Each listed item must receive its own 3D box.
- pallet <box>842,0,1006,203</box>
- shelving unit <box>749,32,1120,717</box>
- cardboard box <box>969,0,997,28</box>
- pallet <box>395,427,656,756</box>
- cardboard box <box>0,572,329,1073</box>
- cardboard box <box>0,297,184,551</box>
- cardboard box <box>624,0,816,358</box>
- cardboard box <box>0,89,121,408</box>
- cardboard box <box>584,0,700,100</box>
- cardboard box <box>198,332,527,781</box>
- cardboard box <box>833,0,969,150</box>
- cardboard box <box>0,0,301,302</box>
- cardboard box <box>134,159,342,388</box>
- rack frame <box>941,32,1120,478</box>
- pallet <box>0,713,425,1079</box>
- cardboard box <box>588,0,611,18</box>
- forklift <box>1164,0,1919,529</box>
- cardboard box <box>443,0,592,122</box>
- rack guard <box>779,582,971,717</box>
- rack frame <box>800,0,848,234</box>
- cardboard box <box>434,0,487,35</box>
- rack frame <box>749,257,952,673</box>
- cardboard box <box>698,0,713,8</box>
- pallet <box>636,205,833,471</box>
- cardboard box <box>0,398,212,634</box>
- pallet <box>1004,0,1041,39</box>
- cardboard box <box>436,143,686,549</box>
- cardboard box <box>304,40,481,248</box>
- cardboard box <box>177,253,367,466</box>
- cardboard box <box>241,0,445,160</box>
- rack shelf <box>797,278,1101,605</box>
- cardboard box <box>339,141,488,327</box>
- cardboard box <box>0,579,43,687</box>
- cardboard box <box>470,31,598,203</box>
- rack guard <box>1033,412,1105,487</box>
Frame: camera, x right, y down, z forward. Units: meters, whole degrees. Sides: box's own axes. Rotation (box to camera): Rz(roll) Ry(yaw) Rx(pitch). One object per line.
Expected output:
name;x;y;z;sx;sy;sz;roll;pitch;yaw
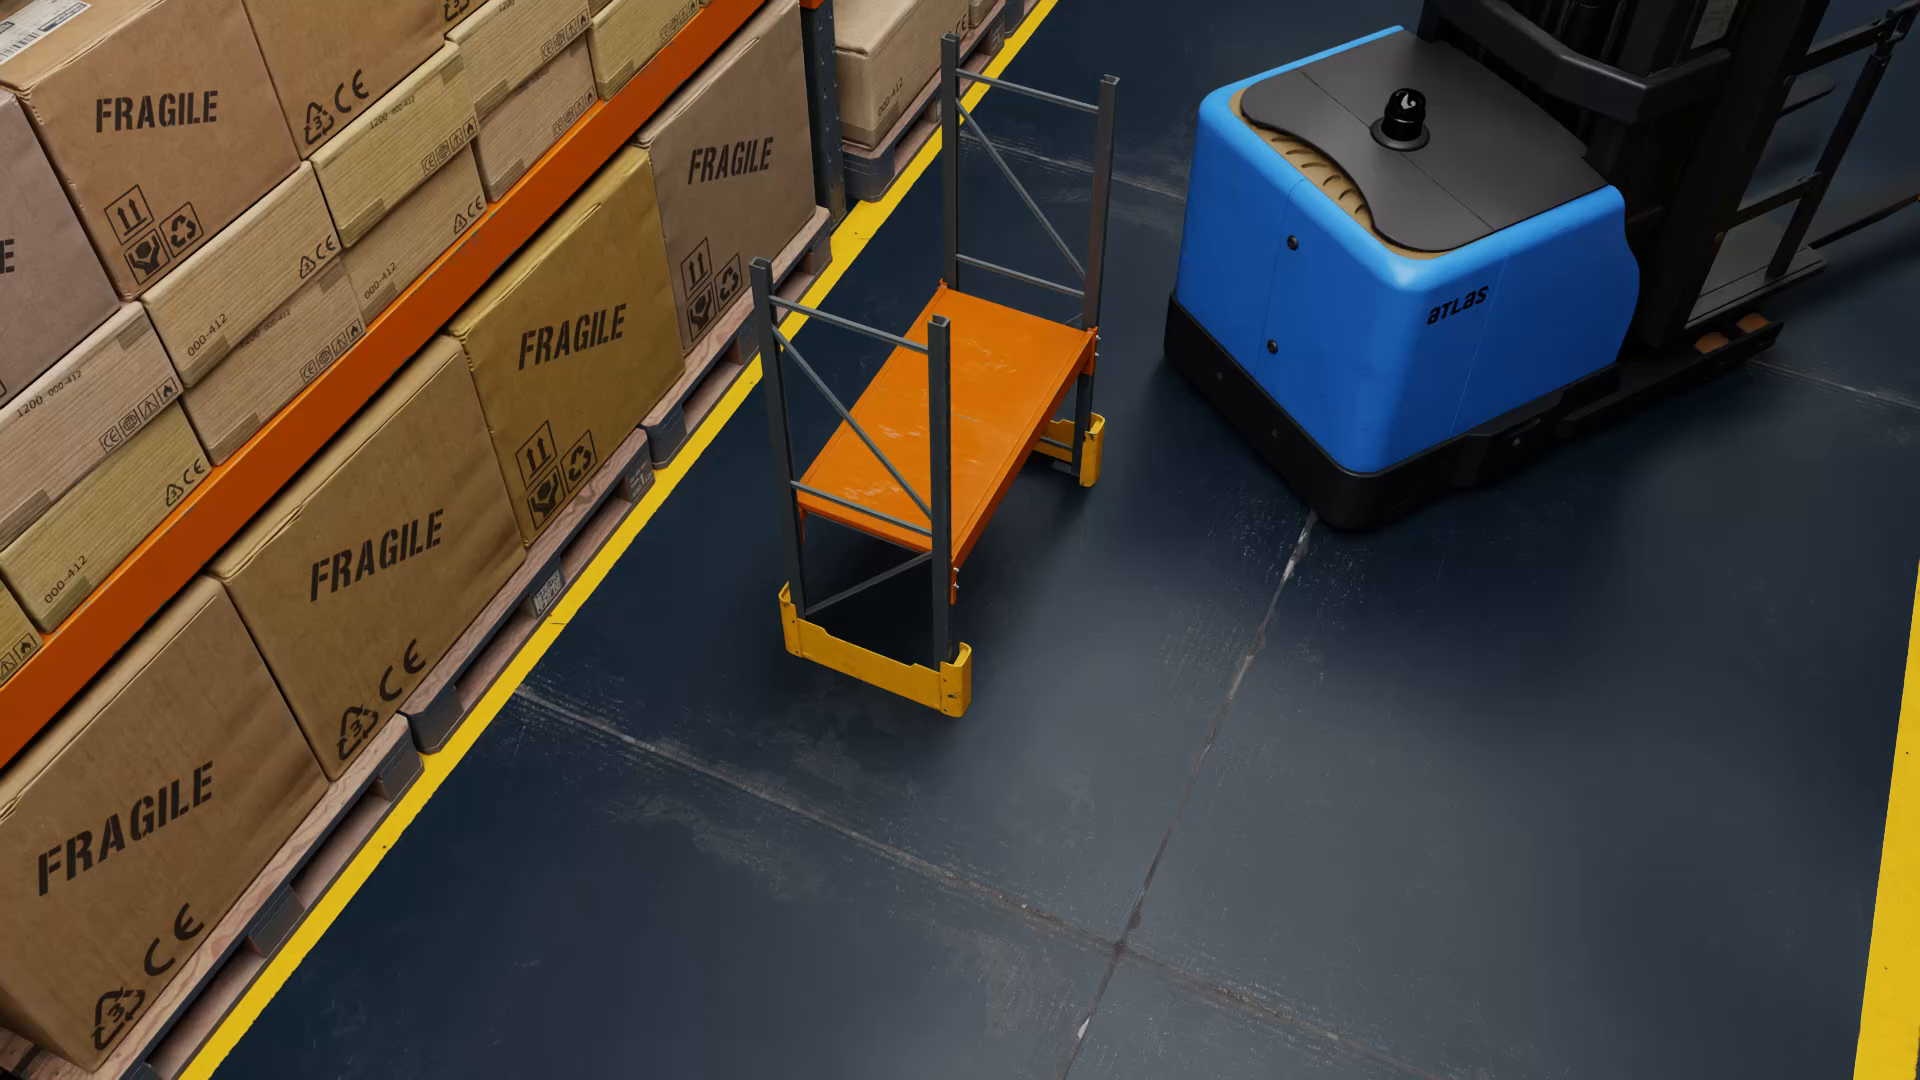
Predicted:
pallet;-0.510;-1.918;6.744;1.003;0.211;1.213;20;52;16
shelving unit;-0.033;-0.434;4.634;0.587;1.500;1.083;20;52;16
cardboard box;-0.158;-2.644;6.937;0.875;0.438;0.875;18;52;15
pallet;-1.687;-0.021;5.129;1.003;0.211;1.213;20;52;16
cardboard box;-2.244;0.534;3.945;0.875;0.875;0.875;19;52;16
cardboard box;-1.953;-0.307;3.312;0.500;0.250;0.500;21;53;17
cardboard box;-1.098;-1.318;5.522;0.875;0.875;0.875;21;53;17
cardboard box;-1.979;-0.531;3.010;0.500;0.500;0.500;20;52;16
cardboard box;-1.088;-1.534;4.684;0.500;0.250;0.500;19;52;16
cardboard box;-1.859;-0.078;4.467;0.875;0.875;0.875;20;53;17
cardboard box;-0.540;-2.027;6.412;0.875;0.438;0.875;19;52;16
cardboard box;-1.744;-0.882;3.309;0.500;0.500;0.500;21;53;17
cardboard box;-1.728;-0.646;3.600;0.500;0.250;0.500;20;52;16
rack frame;0.181;-0.777;4.927;0.500;1.500;0.032;20;52;16
pallet;-2.209;0.816;4.417;1.003;0.211;1.213;20;52;16
cardboard box;-1.081;-1.708;4.504;0.500;0.250;0.500;21;53;17
forklift;2.237;-1.828;4.881;3.031;2.935;1.130;-24;54;-19
cardboard box;-1.296;-1.349;4.199;0.500;0.250;0.500;21;53;17
rack guard;-0.245;0.314;4.818;0.587;0.250;0.087;20;52;16
rack frame;-0.905;-2.324;5.258;1.000;3.000;0.127;20;52;16
cardboard box;-1.318;-1.590;3.911;0.500;0.500;0.500;21;53;17
rack frame;-0.254;-0.077;4.331;0.500;1.500;0.032;20;52;16
cardboard box;-0.869;-1.884;4.982;0.500;0.250;0.500;19;52;15
pallet;-1.167;-0.864;5.847;1.003;0.211;1.213;20;52;16
cardboard box;-1.974;-0.135;3.494;0.500;0.250;0.500;18;52;15
pallet;0.010;-2.761;7.461;1.003;0.211;1.213;20;52;16
cardboard box;-1.477;-0.694;4.990;0.875;0.875;0.875;21;53;17
cardboard box;-1.500;-0.991;3.894;0.500;0.250;0.500;21;53;17
cardboard box;-1.745;-0.495;3.800;0.500;0.250;0.500;21;53;17
cardboard box;-1.525;-1.228;3.603;0.500;0.500;0.500;21;53;17
rack shelf;-0.036;-0.311;4.766;0.538;0.185;1.000;20;52;16
cardboard box;-1.537;-0.836;4.090;0.500;0.250;0.500;20;52;16
cardboard box;-2.178;0.224;3.188;0.500;0.250;0.500;19;52;15
cardboard box;-1.320;-1.193;4.394;0.500;0.250;0.500;19;52;15
rack guard;0.180;-0.371;5.402;0.587;0.250;0.087;20;52;16
